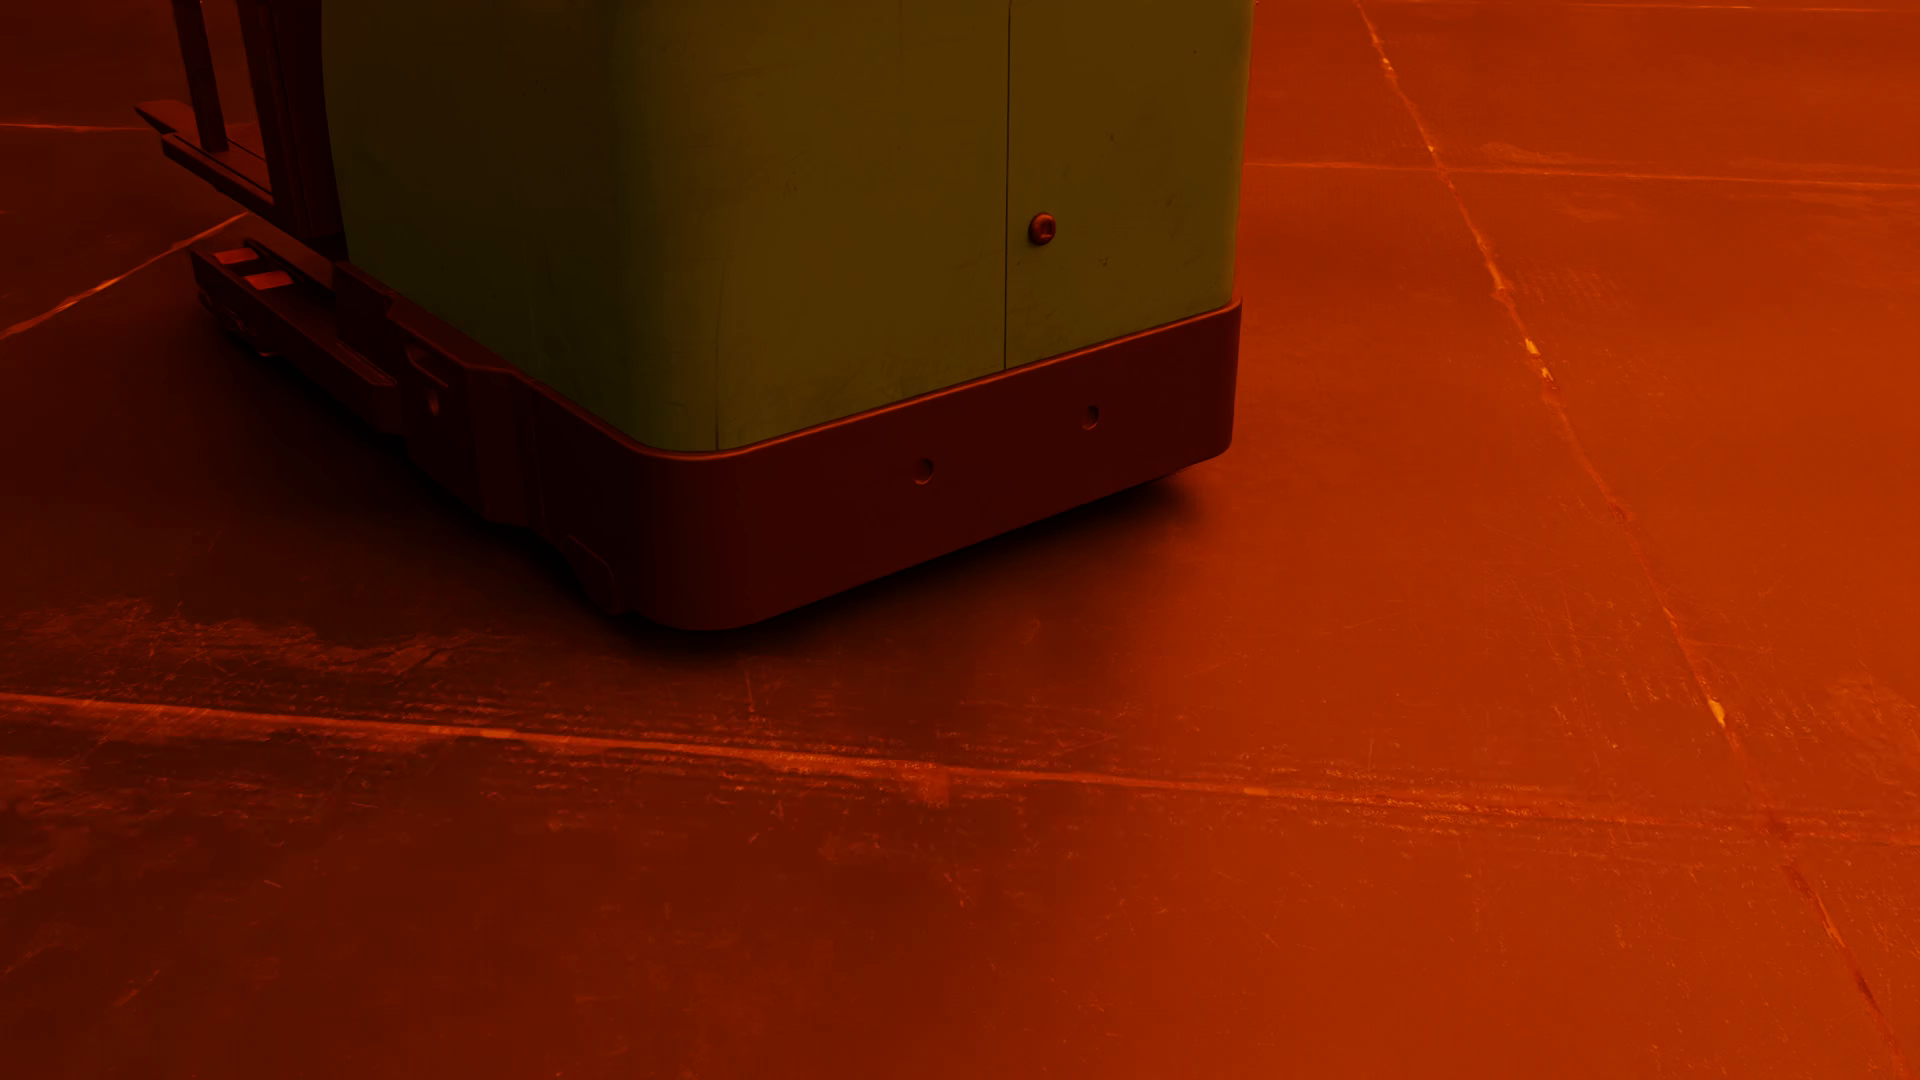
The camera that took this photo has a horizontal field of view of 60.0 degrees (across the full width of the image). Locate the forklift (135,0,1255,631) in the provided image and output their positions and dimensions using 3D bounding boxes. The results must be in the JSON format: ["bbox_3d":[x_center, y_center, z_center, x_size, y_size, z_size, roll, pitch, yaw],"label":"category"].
[{"bbox_3d":[-0.879,-1.785,2.795,1.130,2.935,3.031,-20,33,-34],"label":"forklift"}]
